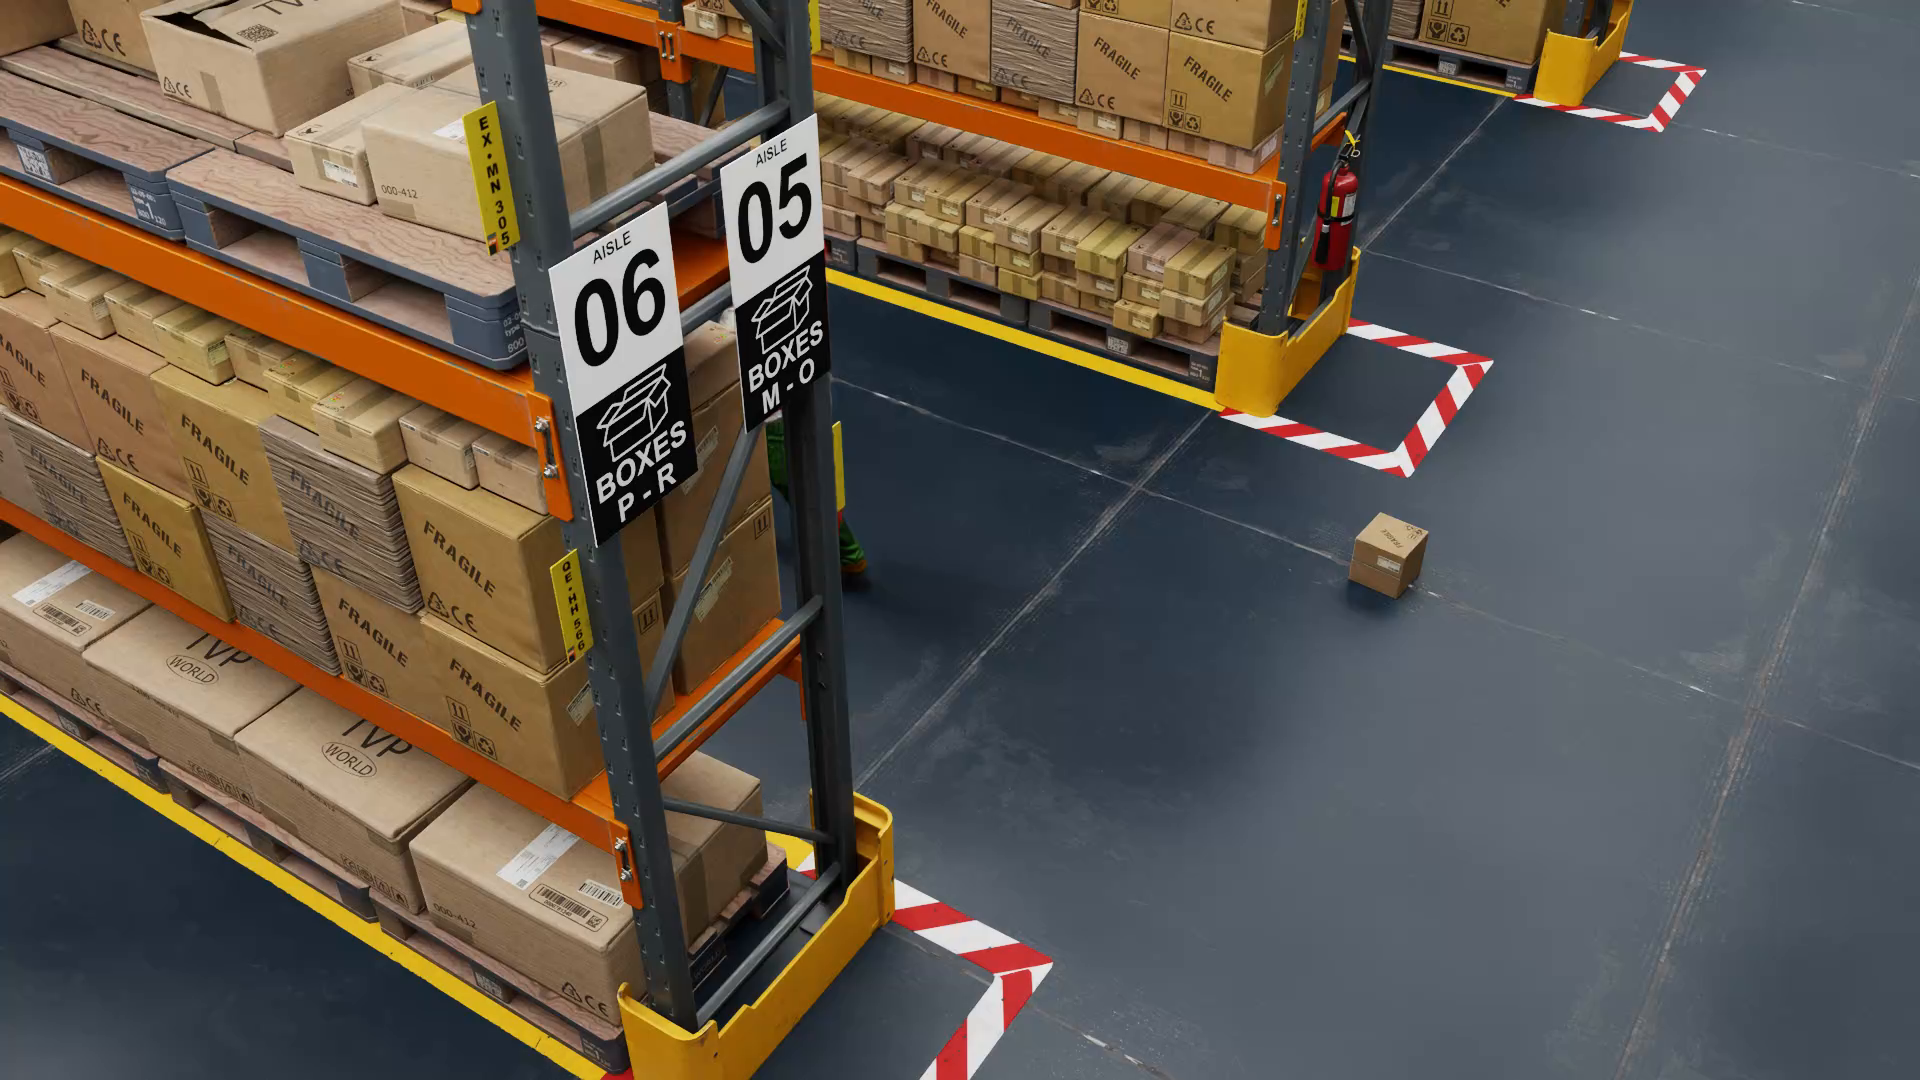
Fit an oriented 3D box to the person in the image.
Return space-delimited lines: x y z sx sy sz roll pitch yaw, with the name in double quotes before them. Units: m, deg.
"person" -0.936 -0.640 7.486 1.108 1.734 0.569 13 40 16
